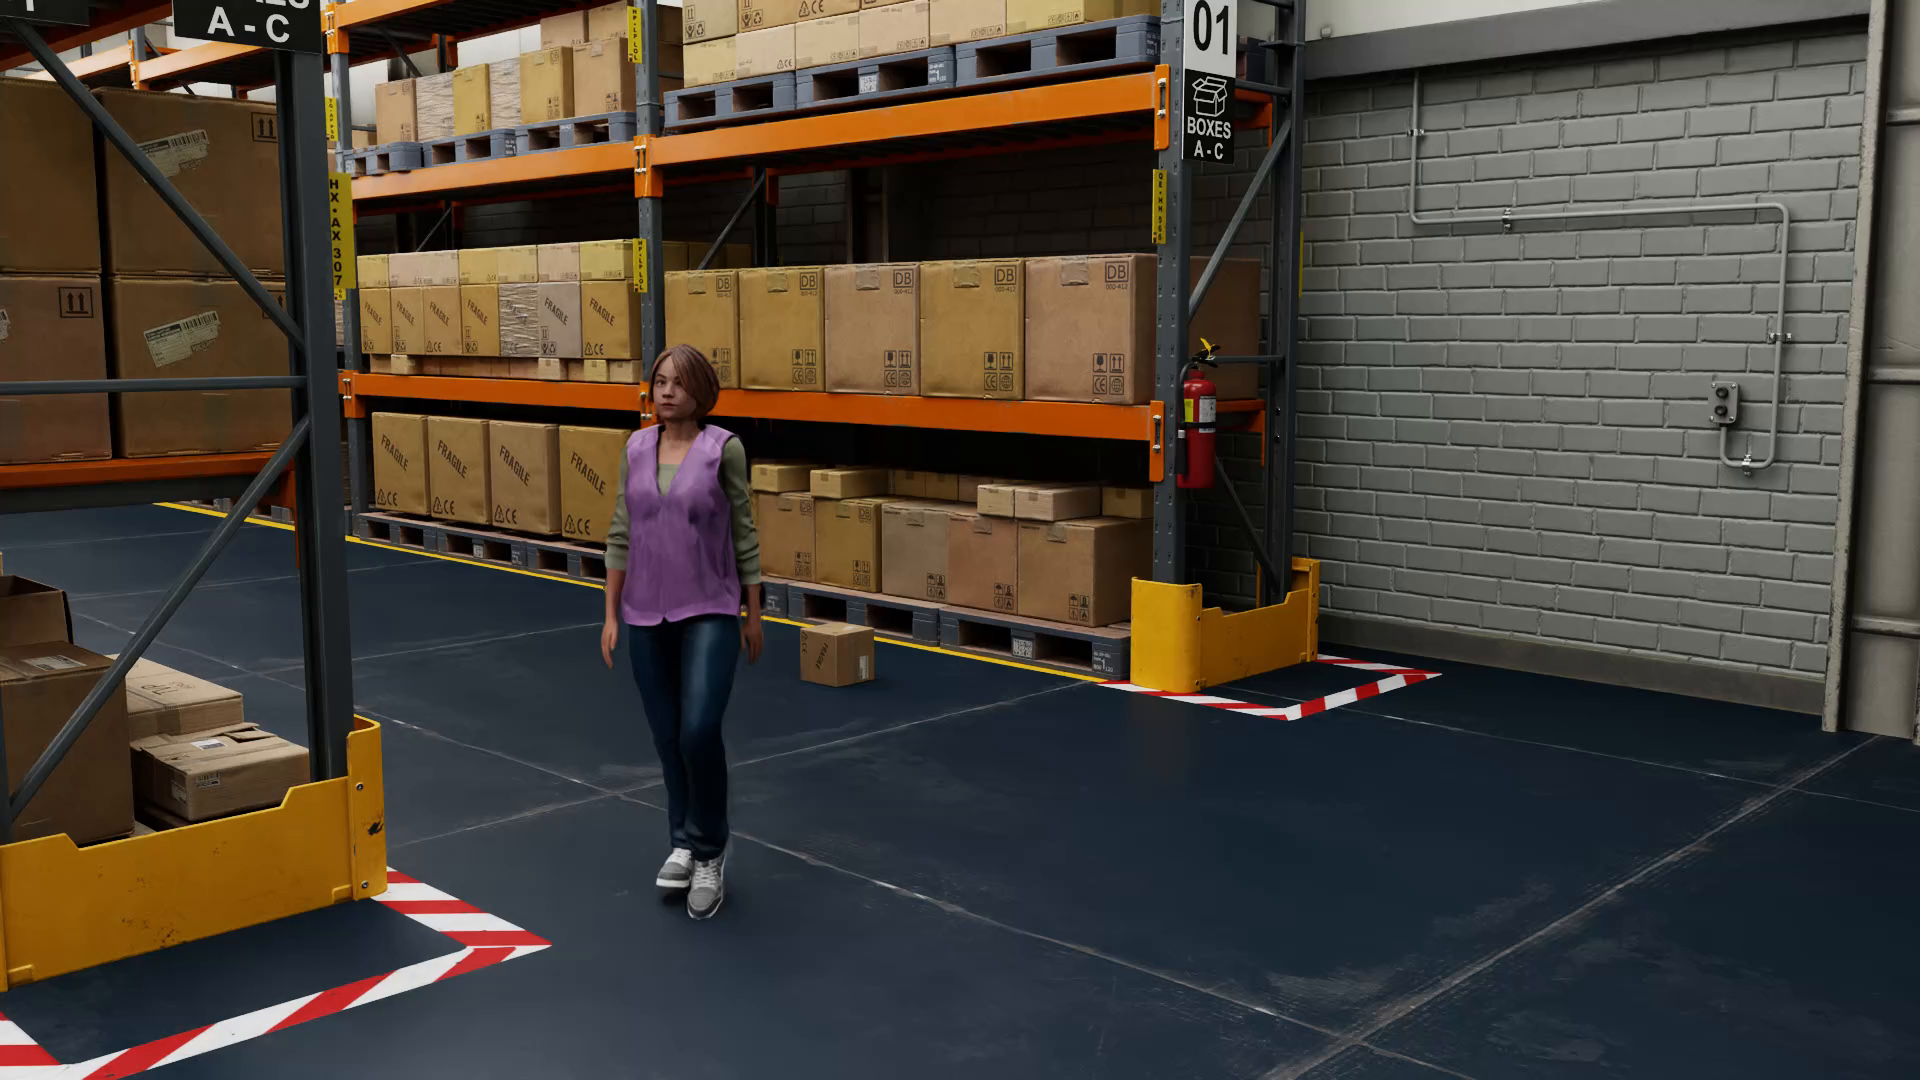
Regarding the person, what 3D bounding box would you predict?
[{"bbox_3d":[-0.793,0.253,4.795,0.433,1.629,0.367,2,7,13],"label":"person"}]
